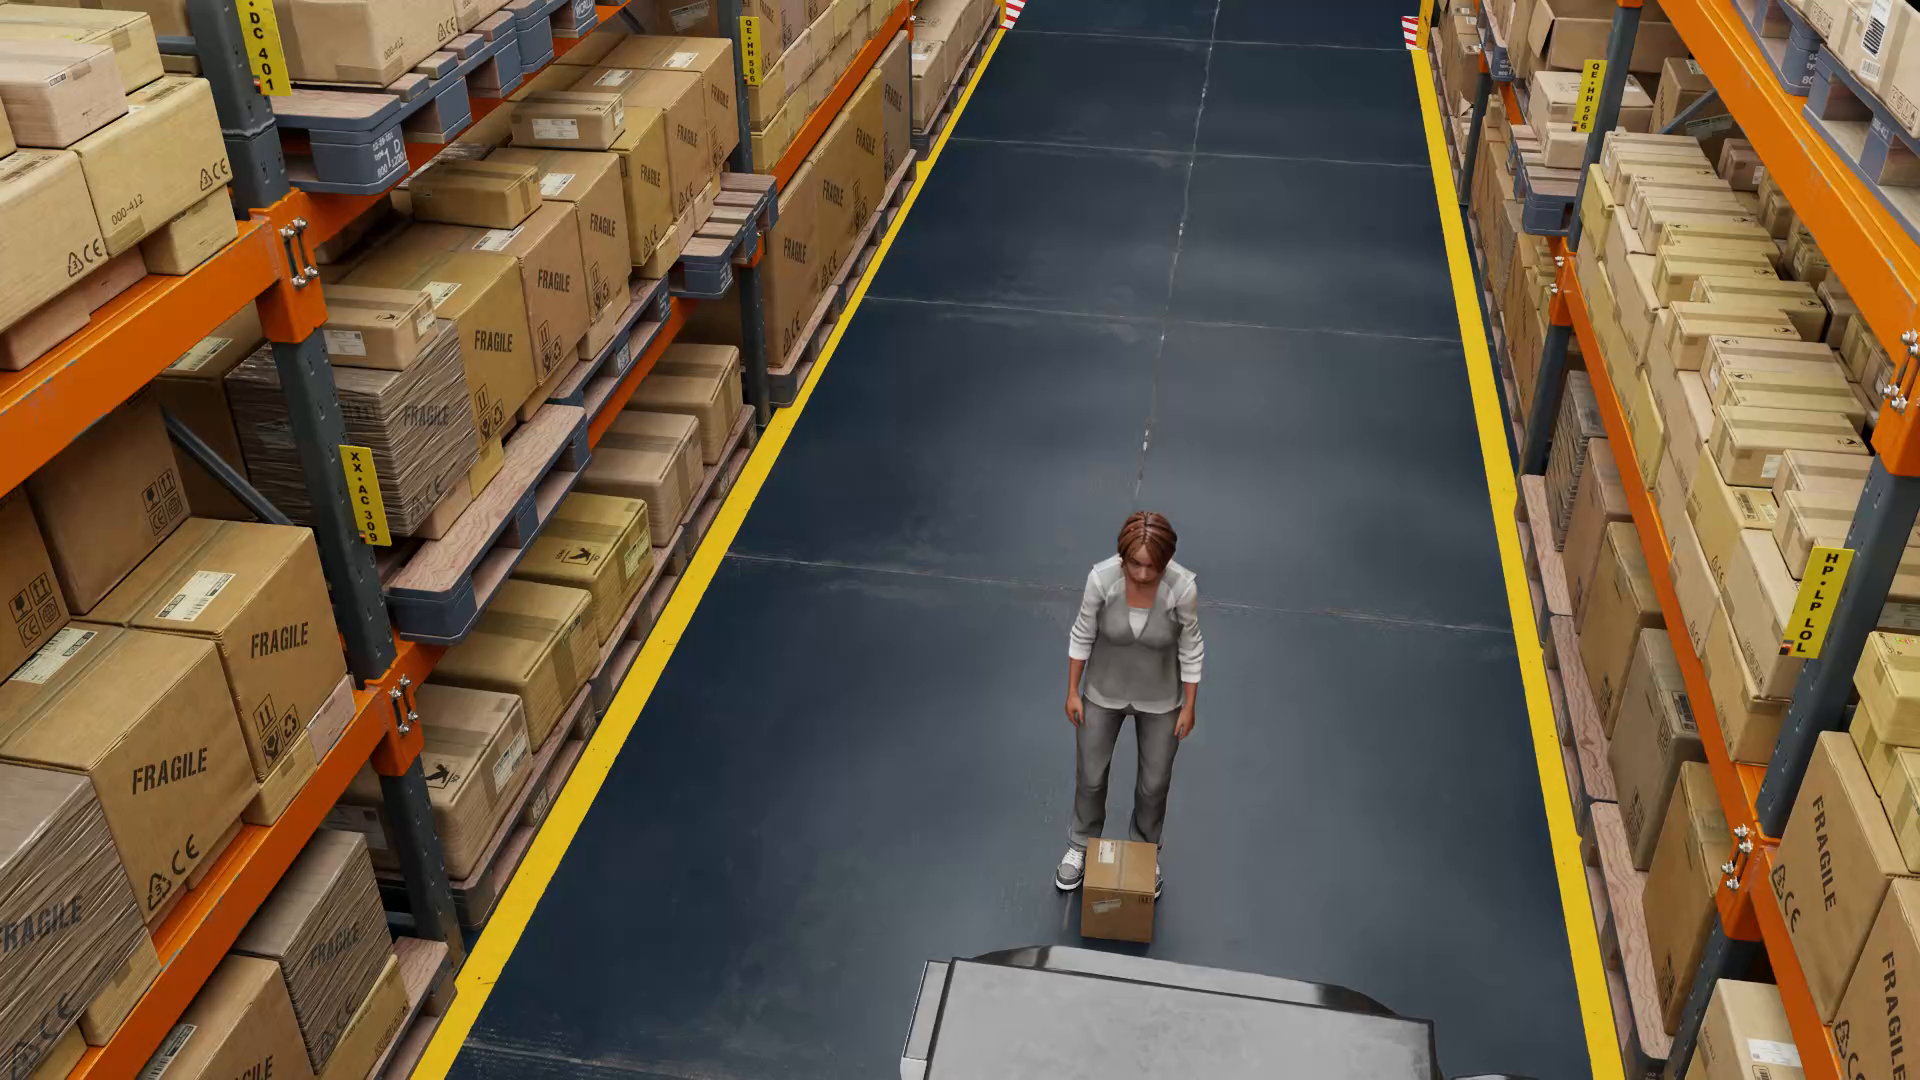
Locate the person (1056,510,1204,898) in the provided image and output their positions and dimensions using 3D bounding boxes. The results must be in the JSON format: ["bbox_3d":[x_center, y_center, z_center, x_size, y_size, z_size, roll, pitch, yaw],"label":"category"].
[{"bbox_3d":[0.598,0.560,5.782,0.460,1.592,0.343,6,33,8],"label":"person"}]
